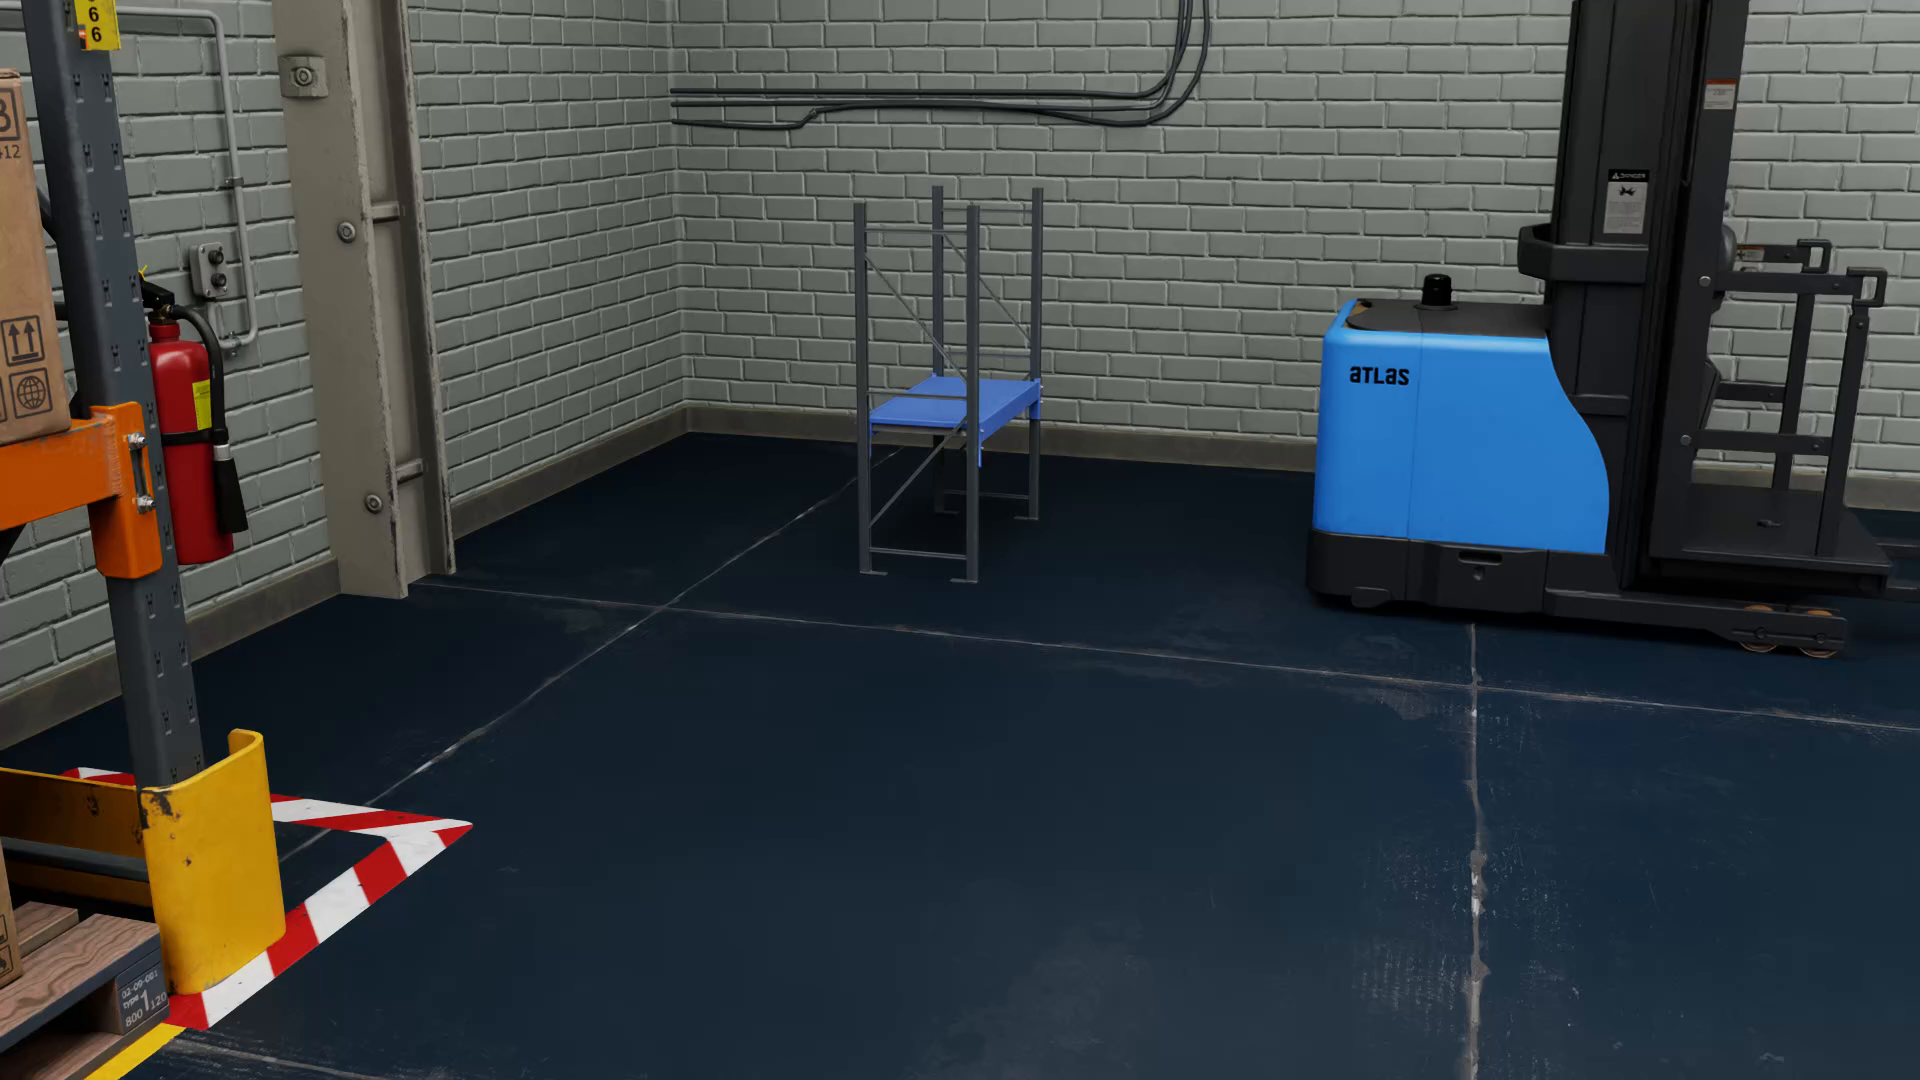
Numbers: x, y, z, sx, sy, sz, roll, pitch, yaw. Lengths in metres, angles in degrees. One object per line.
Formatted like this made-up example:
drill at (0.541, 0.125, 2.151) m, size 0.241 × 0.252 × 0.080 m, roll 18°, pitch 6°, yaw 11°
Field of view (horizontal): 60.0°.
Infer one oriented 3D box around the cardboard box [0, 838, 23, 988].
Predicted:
cardboard box at (-2.324, 0.690, 3.212) m, size 0.700 × 0.500 × 0.500 m, roll 5°, pitch 16°, yaw 16°

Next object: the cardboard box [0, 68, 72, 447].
cardboard box at (-2.356, -0.512, 3.087) m, size 0.980 × 0.700 × 0.700 m, roll 5°, pitch 17°, yaw 18°

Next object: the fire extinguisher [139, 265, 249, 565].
fire extinguisher at (-1.735, -0.289, 3.675) m, size 0.296 × 0.674 × 0.183 m, roll 5°, pitch 16°, yaw 16°

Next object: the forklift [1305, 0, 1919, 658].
forklift at (2.912, -1.156, 6.035) m, size 3.031 × 2.935 × 1.130 m, roll 5°, pitch 17°, yaw 16°

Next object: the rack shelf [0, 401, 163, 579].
rack shelf at (-2.789, 0.368, 1.854) m, size 1.077 × 0.370 × 4.000 m, roll 5°, pitch 16°, yaw 16°

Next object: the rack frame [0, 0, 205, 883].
rack frame at (-2.221, -0.502, 3.601) m, size 1.000 × 3.000 × 0.127 m, roll 5°, pitch 16°, yaw 16°

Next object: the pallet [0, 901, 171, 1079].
pallet at (-2.373, 1.055, 3.223) m, size 1.003 × 0.211 × 1.213 m, roll 5°, pitch 16°, yaw 16°

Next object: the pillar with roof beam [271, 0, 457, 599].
pillar with roof beam at (1.845, -3.827, 4.332) m, size 9.100 × 9.000 × 0.400 m, roll 5°, pitch 16°, yaw 16°

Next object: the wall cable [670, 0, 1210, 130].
wall cable at (-0.271, -3.346, 8.325) m, size 3.097 × 2.526 × 0.112 m, roll 5°, pitch 16°, yaw 16°

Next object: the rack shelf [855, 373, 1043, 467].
rack shelf at (-0.024, -0.526, 7.095) m, size 0.538 × 0.185 × 1.000 m, roll 5°, pitch 16°, yaw 16°

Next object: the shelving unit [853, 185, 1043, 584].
shelving unit at (-0.024, -0.699, 7.046) m, size 0.538 × 1.500 × 1.048 m, roll 5°, pitch 16°, yaw 16°

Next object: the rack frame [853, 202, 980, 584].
rack frame at (-0.169, -0.566, 6.577) m, size 0.500 × 1.500 × 0.032 m, roll 5°, pitch 16°, yaw 16°

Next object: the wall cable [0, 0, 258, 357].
wall cable at (-2.764, -1.399, 4.902) m, size 0.084 × 1.984 × 1.851 m, roll 5°, pitch 16°, yaw 16°

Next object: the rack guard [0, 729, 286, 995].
rack guard at (-2.214, 0.695, 3.964) m, size 1.175 × 0.500 × 0.348 m, roll 5°, pitch 16°, yaw 16°

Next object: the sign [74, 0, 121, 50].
sign at (-1.704, -1.127, 3.249) m, size 0.100 × 0.325 × 0.005 m, roll 5°, pitch 16°, yaw 16°

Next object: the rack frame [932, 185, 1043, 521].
rack frame at (0.120, -0.832, 7.515) m, size 0.500 × 1.500 × 0.032 m, roll 5°, pitch 16°, yaw 16°
